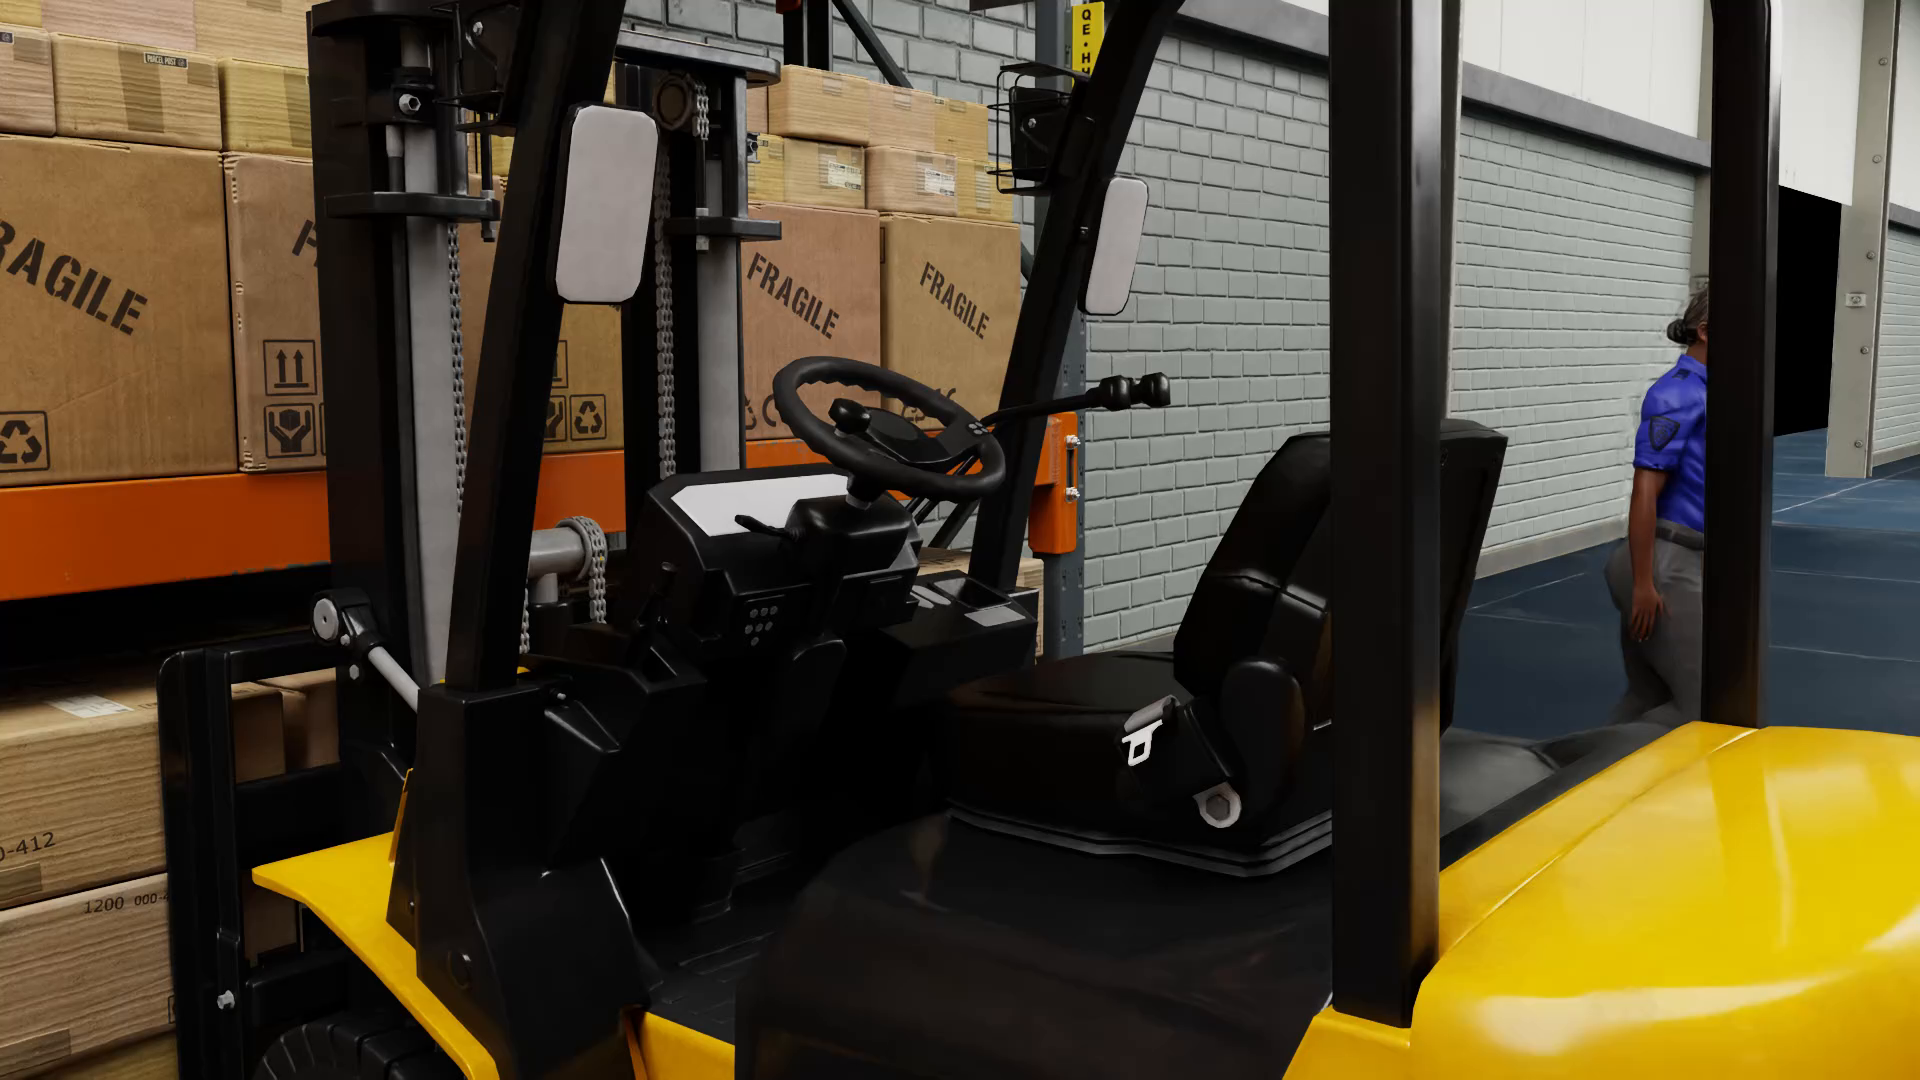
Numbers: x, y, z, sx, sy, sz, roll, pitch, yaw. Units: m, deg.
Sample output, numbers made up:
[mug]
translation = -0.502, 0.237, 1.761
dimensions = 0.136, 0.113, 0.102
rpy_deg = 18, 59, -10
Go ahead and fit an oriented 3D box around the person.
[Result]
[person]
translation = 1.954, 0.116, 4.639
dimensions = 0.448, 1.655, 0.482
rpy_deg = 4, 8, 32
